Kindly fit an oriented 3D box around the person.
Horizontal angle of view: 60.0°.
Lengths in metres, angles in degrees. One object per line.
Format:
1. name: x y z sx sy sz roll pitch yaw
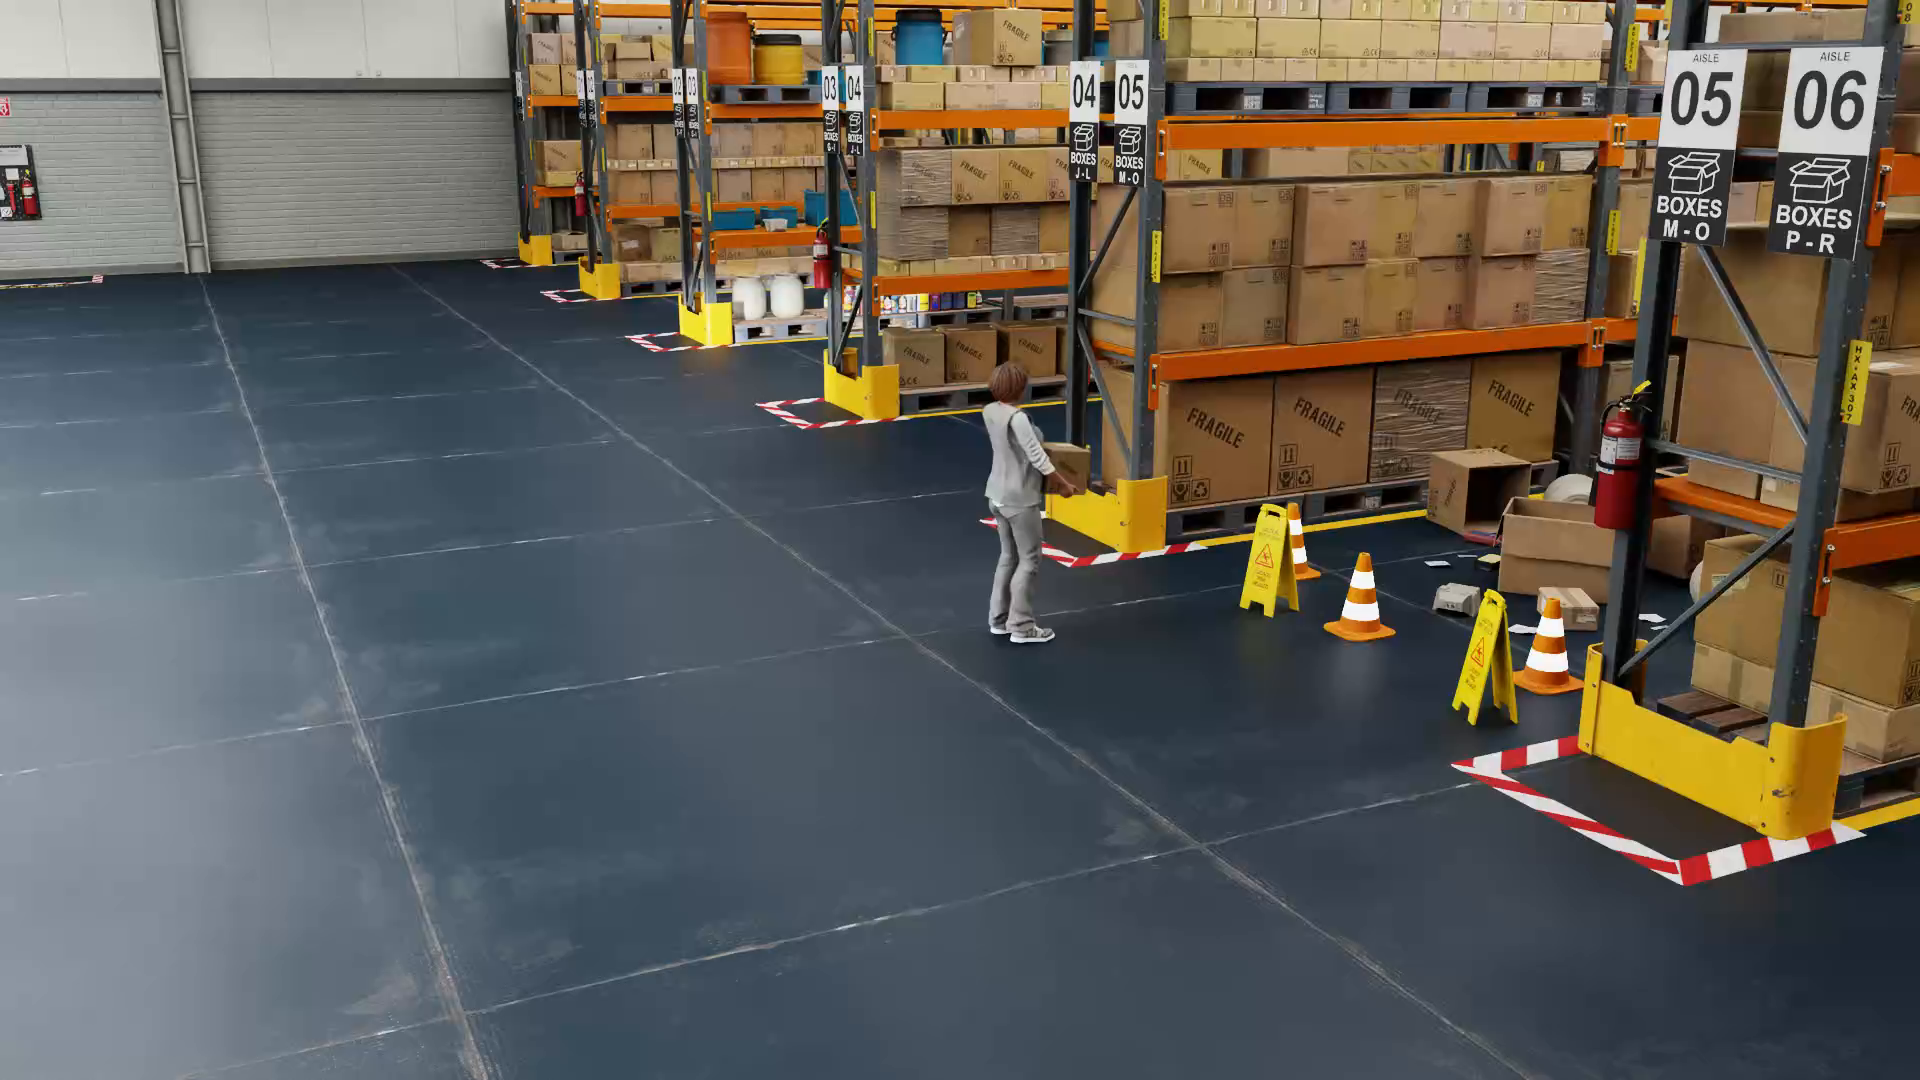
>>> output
1. person: 0.389 -0.216 9.333 0.488 1.593 0.405 -7 17 -24
